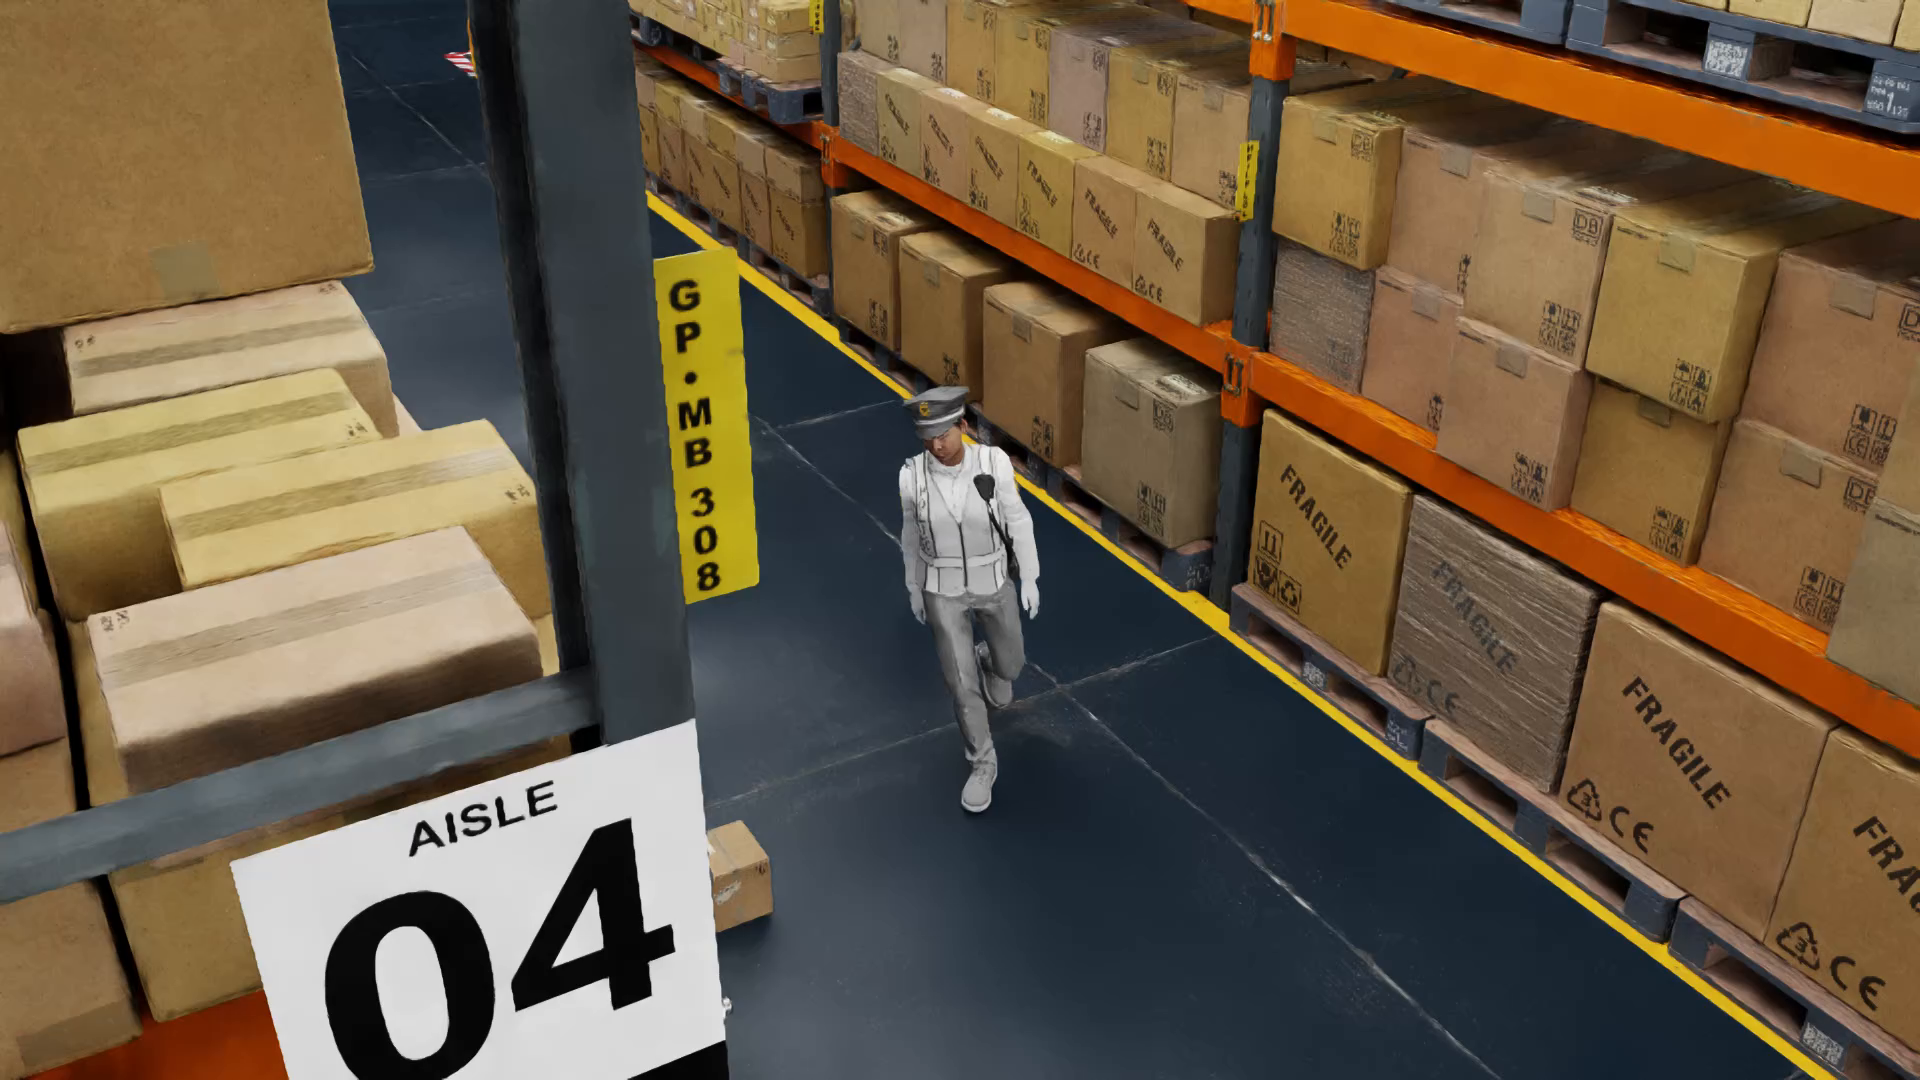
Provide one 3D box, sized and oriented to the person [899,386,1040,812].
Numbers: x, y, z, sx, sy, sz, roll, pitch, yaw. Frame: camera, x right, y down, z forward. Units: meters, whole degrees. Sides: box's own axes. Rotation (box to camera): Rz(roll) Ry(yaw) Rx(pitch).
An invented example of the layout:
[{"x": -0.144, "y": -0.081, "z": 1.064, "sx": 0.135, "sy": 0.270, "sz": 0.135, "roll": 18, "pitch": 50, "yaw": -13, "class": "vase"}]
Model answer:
[{"x": 0.037, "y": 0.151, "z": 6.346, "sx": 0.522, "sy": 1.640, "sz": 0.783, "roll": -3, "pitch": 29, "yaw": -5, "class": "person"}]
